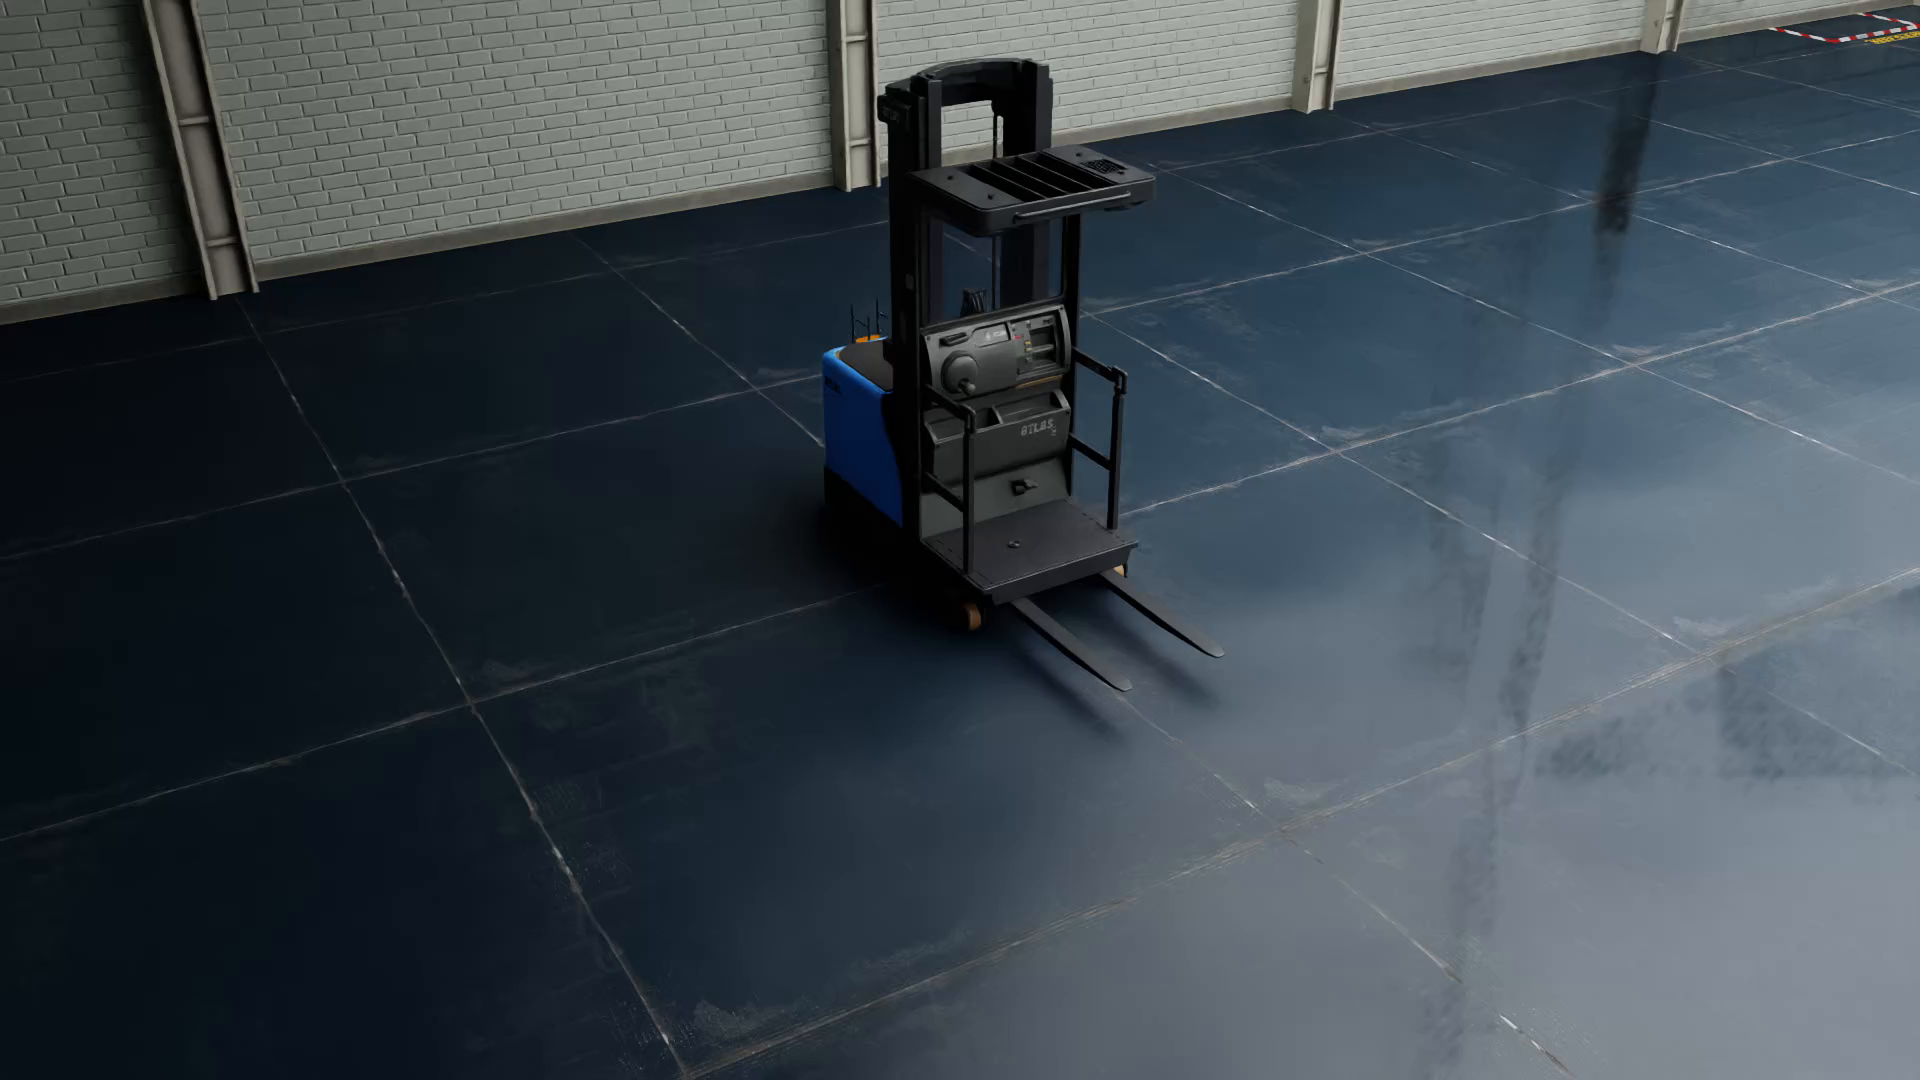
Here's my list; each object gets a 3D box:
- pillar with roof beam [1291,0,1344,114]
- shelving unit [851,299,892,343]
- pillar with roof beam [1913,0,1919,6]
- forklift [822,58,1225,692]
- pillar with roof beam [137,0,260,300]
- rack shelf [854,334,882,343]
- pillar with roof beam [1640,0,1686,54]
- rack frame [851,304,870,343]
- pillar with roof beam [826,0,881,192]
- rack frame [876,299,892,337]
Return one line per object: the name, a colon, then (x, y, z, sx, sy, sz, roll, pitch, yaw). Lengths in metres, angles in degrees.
pillar with roof beam: (6.308, -7.213, 14.105, 0.400, 9.000, 9.100, -16, 33, -26)
shelving unit: (-0.551, -0.947, 10.823, 0.189, 1.200, 0.258, -16, 33, -27)
pillar with roof beam: (16.654, -10.150, 19.427, 0.400, 9.000, 9.100, -16, 33, -26)
forklift: (0.329, -1.023, 9.169, 1.130, 2.935, 3.031, -16, 33, -27)
pillar with roof beam: (-4.038, -4.275, 8.782, 0.400, 9.000, 9.100, -16, 33, -26)
rack shelf: (-0.551, -1.223, 10.670, 0.180, 0.103, 0.258, -16, 33, -27)
pillar with roof beam: (11.481, -8.681, 16.766, 0.400, 9.000, 9.100, -16, 33, -26)
rack frame: (-0.629, -0.924, 10.781, 0.006, 1.200, 0.240, -16, 33, -27)
pillar with roof beam: (1.135, -5.744, 11.443, 0.400, 9.000, 9.100, -16, 33, -26)
rack frame: (-0.473, -0.970, 10.865, 0.006, 1.200, 0.240, -16, 33, -27)
